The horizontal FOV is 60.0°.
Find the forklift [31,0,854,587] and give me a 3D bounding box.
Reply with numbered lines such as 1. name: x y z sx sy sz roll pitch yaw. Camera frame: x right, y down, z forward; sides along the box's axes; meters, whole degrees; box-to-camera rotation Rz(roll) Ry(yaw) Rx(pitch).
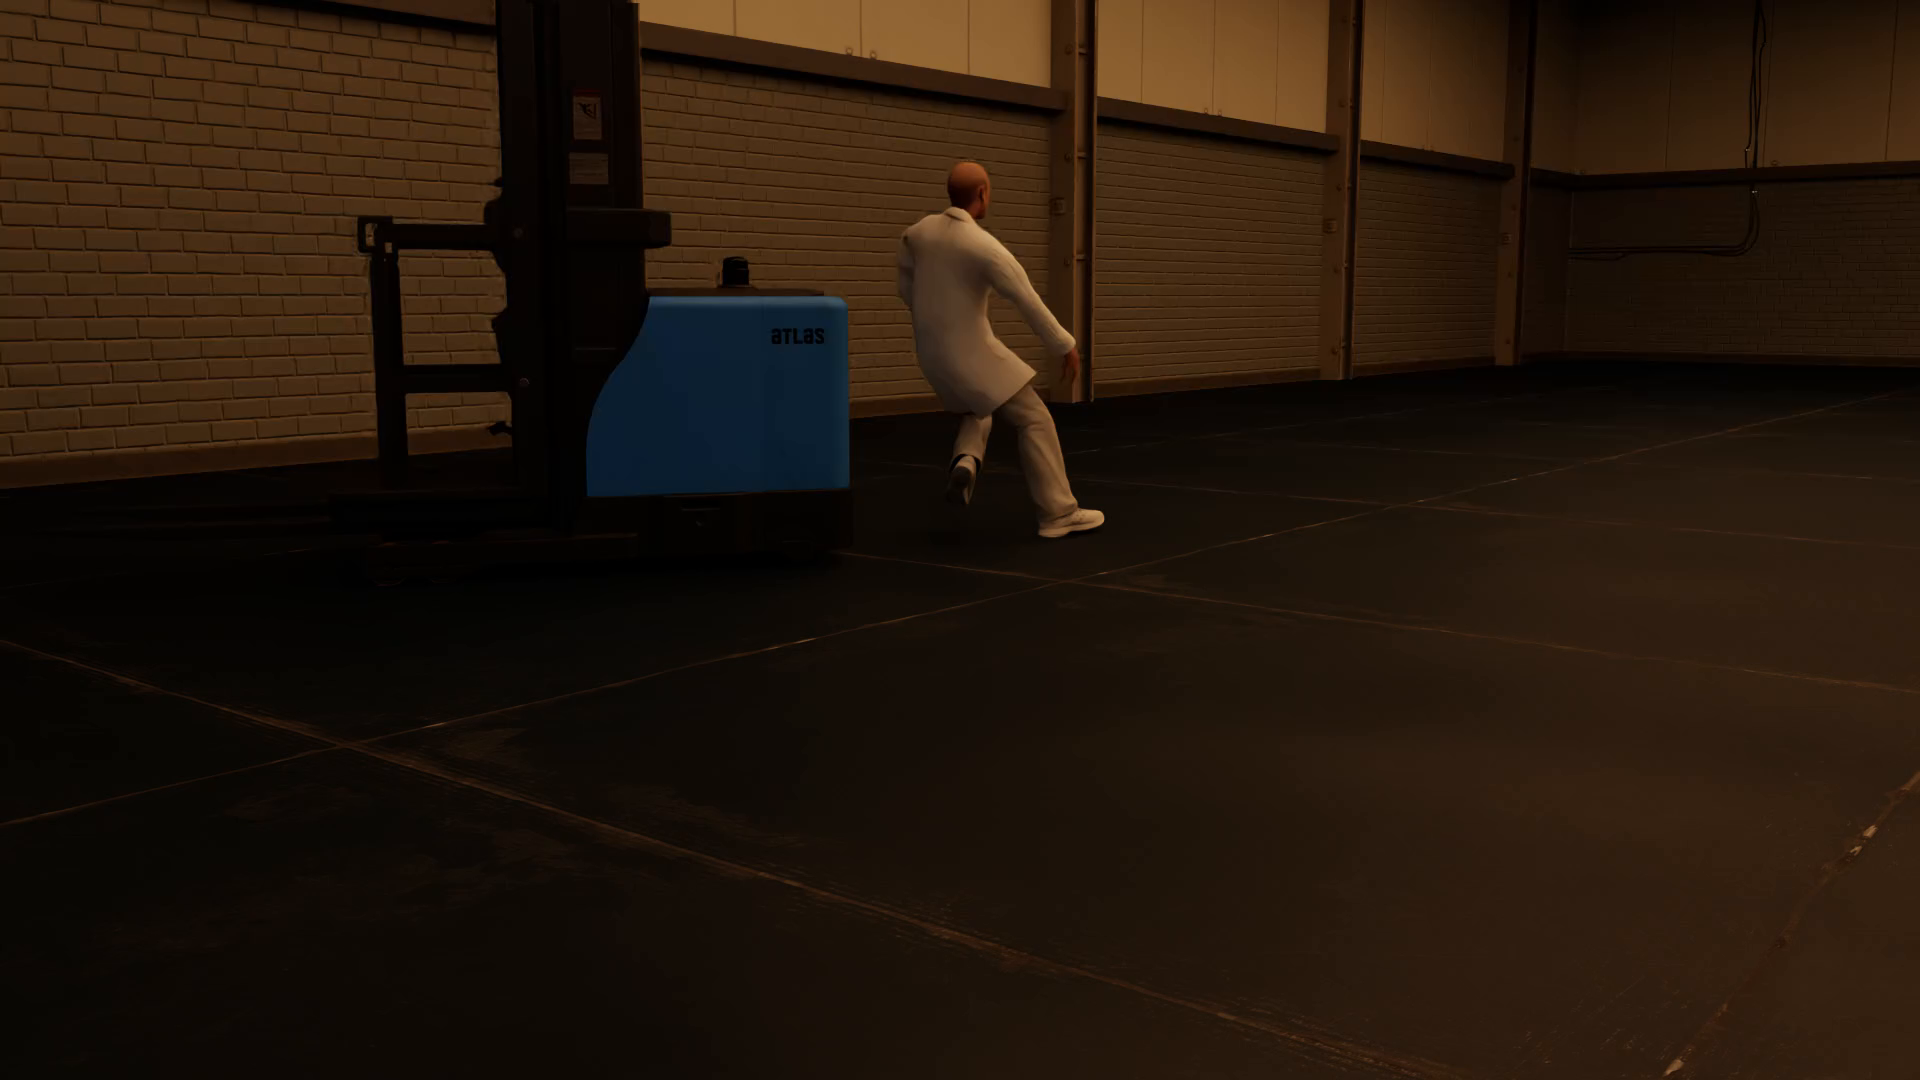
1. forklift: -2.008 -1.361 6.581 3.031 2.935 1.130 -2 9 -16

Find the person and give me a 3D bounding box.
1. person: 0.170 -0.866 7.596 0.708 1.661 0.790 -8 11 -43
